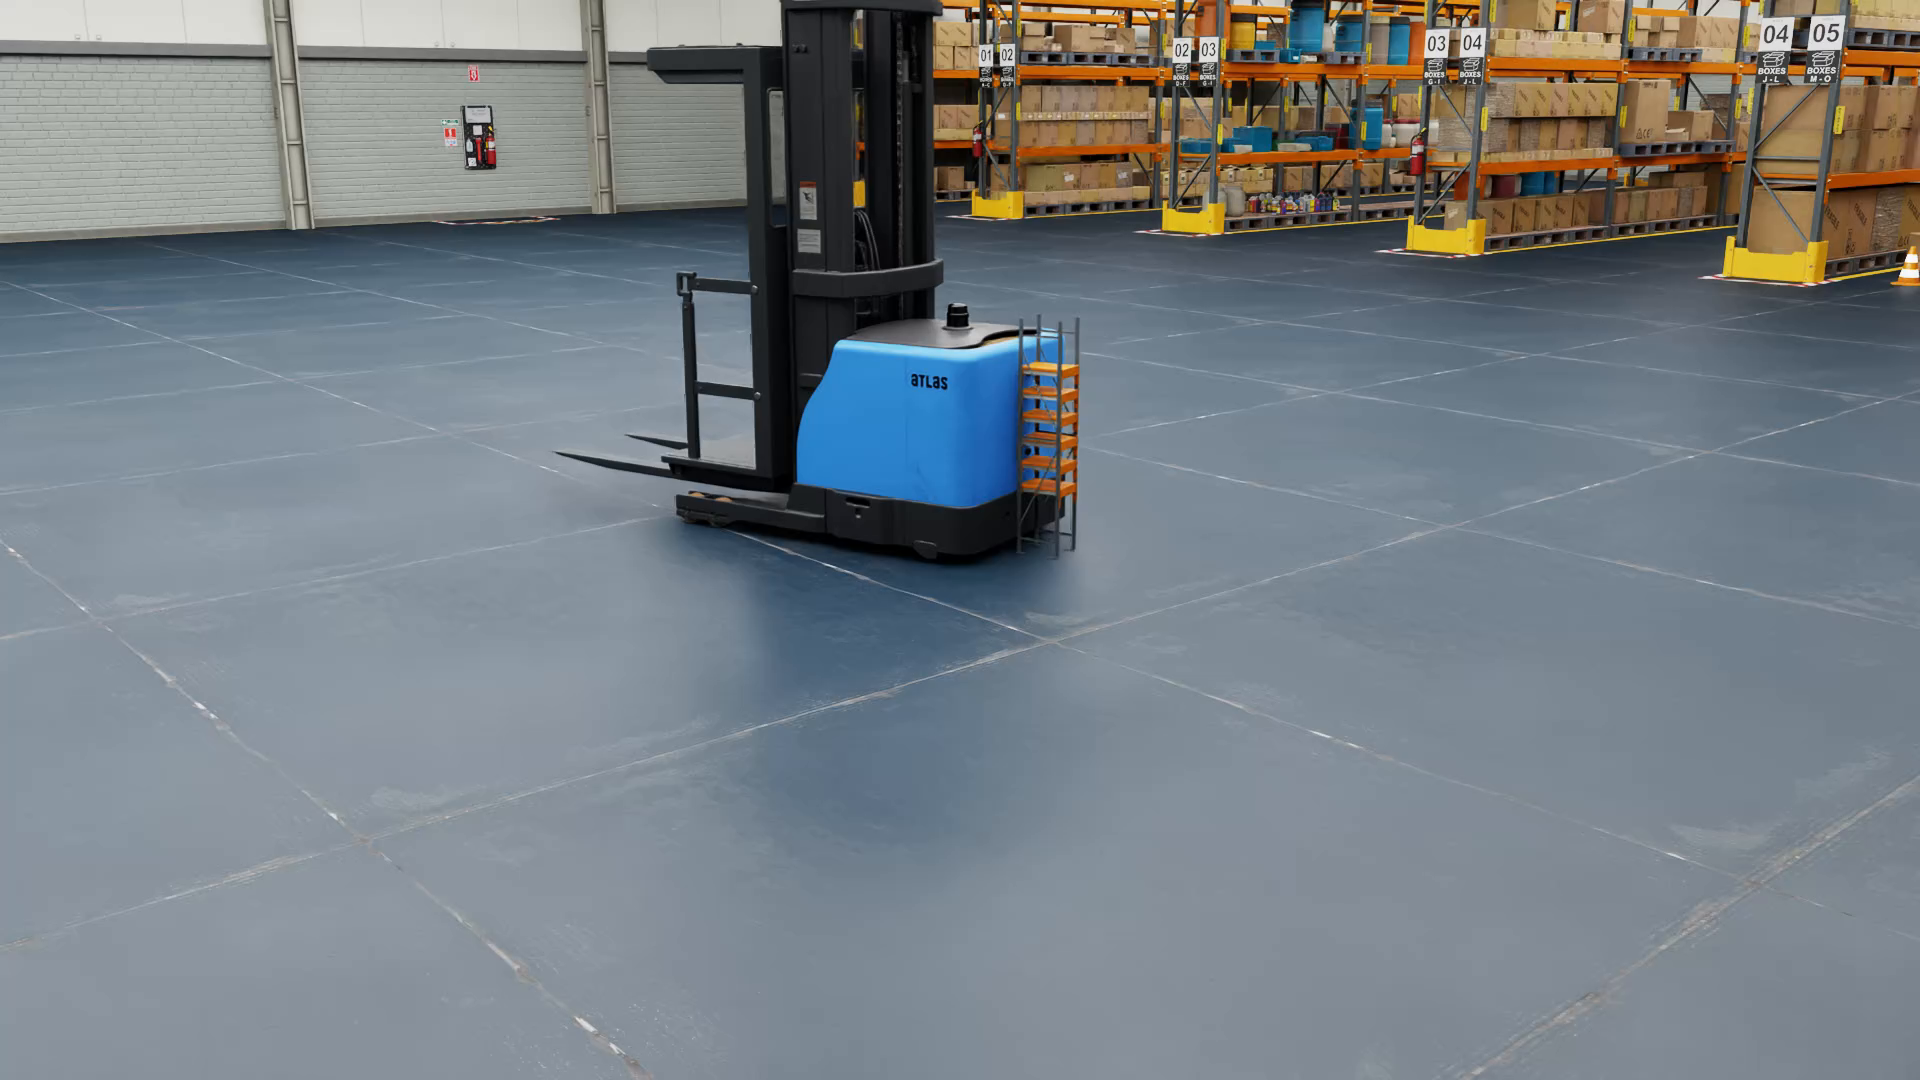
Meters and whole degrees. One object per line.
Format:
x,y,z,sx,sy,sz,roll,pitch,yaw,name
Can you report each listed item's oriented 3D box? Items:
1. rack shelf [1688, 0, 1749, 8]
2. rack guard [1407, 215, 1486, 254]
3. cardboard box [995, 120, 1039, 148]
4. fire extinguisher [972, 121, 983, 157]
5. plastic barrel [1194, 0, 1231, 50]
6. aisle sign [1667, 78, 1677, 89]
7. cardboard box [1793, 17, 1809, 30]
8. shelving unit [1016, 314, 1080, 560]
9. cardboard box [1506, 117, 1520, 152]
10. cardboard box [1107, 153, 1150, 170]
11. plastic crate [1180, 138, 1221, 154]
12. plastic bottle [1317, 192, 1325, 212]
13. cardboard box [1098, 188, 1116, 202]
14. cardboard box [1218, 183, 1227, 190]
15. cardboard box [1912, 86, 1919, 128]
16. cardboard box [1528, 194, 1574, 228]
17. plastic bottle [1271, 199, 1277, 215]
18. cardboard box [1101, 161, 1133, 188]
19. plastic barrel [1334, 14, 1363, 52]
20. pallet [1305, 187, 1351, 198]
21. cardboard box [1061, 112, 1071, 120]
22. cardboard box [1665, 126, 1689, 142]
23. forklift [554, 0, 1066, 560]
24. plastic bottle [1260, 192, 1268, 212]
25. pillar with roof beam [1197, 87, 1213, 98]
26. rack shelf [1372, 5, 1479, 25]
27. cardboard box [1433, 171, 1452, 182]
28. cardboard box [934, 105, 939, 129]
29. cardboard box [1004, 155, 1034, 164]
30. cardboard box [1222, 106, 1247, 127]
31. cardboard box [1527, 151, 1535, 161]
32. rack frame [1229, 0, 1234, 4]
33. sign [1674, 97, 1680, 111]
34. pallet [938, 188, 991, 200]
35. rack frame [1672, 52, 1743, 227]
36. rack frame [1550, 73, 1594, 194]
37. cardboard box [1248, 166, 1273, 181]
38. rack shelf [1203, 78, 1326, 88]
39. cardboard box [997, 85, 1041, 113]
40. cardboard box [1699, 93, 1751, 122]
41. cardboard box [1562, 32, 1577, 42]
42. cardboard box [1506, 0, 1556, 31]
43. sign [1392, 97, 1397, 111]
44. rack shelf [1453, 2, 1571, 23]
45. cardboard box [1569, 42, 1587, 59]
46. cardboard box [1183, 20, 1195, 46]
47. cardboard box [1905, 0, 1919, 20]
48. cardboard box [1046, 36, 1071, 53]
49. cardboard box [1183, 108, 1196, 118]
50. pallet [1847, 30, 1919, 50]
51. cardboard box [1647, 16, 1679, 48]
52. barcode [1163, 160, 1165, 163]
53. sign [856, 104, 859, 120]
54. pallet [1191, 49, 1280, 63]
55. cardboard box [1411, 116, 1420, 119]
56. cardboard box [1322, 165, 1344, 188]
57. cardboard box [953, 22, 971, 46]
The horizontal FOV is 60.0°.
11.763,-9.159,27.772,4.000,0.370,1.077,-13,19,-39,rack shelf
7.294,-4.591,24.967,0.348,0.500,1.175,-13,19,-39,rack guard
1.097,-7.839,32.092,0.500,0.500,0.700,-13,19,-39,cardboard box
0.343,-7.748,32.092,0.183,0.674,0.296,-13,19,-39,fire extinguisher
4.269,-8.716,28.110,0.708,0.830,0.600,-13,19,-39,plastic barrel
16.302,-10.671,37.850,0.004,0.787,0.394,-13,19,-39,aisle sign
10.445,-6.504,20.953,0.250,0.149,0.380,-13,20,-39,cardboard box
0.441,-0.517,8.359,0.258,1.200,0.189,9,17,30,shelving unit
7.968,-6.173,25.278,0.500,0.500,0.875,-13,19,-39,cardboard box
4.158,-9.297,41.094,0.750,0.750,0.750,-13,20,-40,cardboard box
4.167,-6.821,28.761,0.616,0.251,0.499,-13,19,-39,plastic crate
6.562,-6.162,30.288,0.185,0.351,0.144,-14,20,-42,plastic bottle
2.797,-6.975,33.565,0.500,0.250,0.500,-13,19,-39,cardboard box
5.381,-7.547,35.707,0.500,0.250,0.500,-12,19,-38,cardboard box
12.795,-5.903,22.653,0.550,0.550,0.875,-13,19,-39,cardboard box
9.499,-5.300,26.808,0.500,0.500,0.500,-6,16,-22,cardboard box
5.558,-5.890,29.424,0.097,0.271,0.097,0,15,0,plastic bottle
3.163,-7.425,33.797,0.500,0.500,0.500,-13,19,-39,cardboard box
7.244,-9.247,30.772,0.708,0.901,0.600,-13,19,-39,plastic barrel
8.280,-8.047,38.468,1.213,0.211,1.003,-13,19,-39,pallet
1.952,-8.276,32.470,0.250,0.149,0.380,-14,20,-41,cardboard box
12.191,-6.943,28.379,0.258,0.266,0.396,-13,20,-41,cardboard box
-0.951,-1.585,9.006,3.031,2.935,1.130,9,18,31,forklift
5.518,-6.168,30.311,0.185,0.351,0.144,-12,19,-37,plastic bottle
9.321,-13.058,40.200,0.400,9.000,9.100,-13,19,-39,pillar with roof beam
11.298,-12.635,40.016,4.000,0.370,1.077,-13,19,-39,rack shelf
11.822,-9.014,41.159,0.500,0.250,0.500,-13,19,-39,cardboard box
-0.805,-9.258,36.396,0.500,0.500,0.500,-12,19,-38,cardboard box
1.374,-8.926,38.893,0.500,0.250,0.500,-13,20,-41,cardboard box
6.955,-10.945,43.330,0.700,0.700,0.980,-12,19,-39,cardboard box
8.547,-5.879,25.433,0.250,0.149,0.380,-13,19,-39,cardboard box
6.535,-13.609,42.263,0.127,3.000,1.000,-13,19,-39,rack frame
12.905,-7.807,29.923,0.005,0.325,0.100,-13,19,-39,sign
0.016,-7.888,37.871,1.213,0.211,1.003,-13,19,-39,pallet
13.272,-7.141,29.670,0.127,3.000,1.000,-13,19,-39,rack frame
13.038,-8.782,35.816,0.127,3.000,1.000,-13,19,-39,rack frame
6.538,-8.078,36.609,0.500,0.311,0.500,-12,19,-38,cardboard box
8.044,-12.151,44.011,4.000,0.370,1.077,-13,19,-39,rack shelf
1.137,-8.475,31.958,0.500,0.500,0.700,-13,19,-39,cardboard box
13.834,-7.794,29.979,0.637,0.503,0.797,-12,19,-38,cardboard box
9.208,-7.697,25.457,0.250,0.149,0.380,-12,19,-37,cardboard box
8.534,-7.867,24.838,0.500,0.500,0.500,-13,20,-40,cardboard box
10.156,-10.199,38.877,0.005,0.325,0.100,-13,19,-39,sign
11.529,-10.801,33.918,4.000,0.370,1.077,-13,19,-39,rack shelf
9.300,-7.538,25.635,0.500,0.250,0.500,-13,20,-40,cardboard box
4.660,-10.532,34.577,0.500,0.500,0.500,-10,18,-34,cardboard box
12.091,-6.863,21.524,0.500,0.250,0.500,-13,20,-40,cardboard box
1.852,-9.732,32.646,0.500,0.311,0.500,-10,18,-33,cardboard box
5.589,-10.614,41.863,0.500,0.500,0.500,-13,19,-39,cardboard box
11.890,-6.544,21.797,1.213,0.211,1.003,-13,19,-39,pallet
11.384,-8.385,27.502,0.637,0.503,0.797,-12,19,-37,cardboard box
4.220,-7.823,34.356,0.075,0.075,0.001,-13,19,-39,barcode
-2.161,-8.991,34.919,0.005,0.325,0.100,-13,19,-39,sign
4.674,-8.229,28.297,1.213,0.211,1.003,-13,19,-39,pallet
10.737,-9.916,39.868,0.500,0.500,0.500,-12,19,-38,cardboard box
8.466,-8.359,38.224,0.500,0.500,0.500,-14,20,-41,cardboard box
-0.109,-11.113,36.559,0.500,0.500,0.500,-11,19,-36,cardboard box
